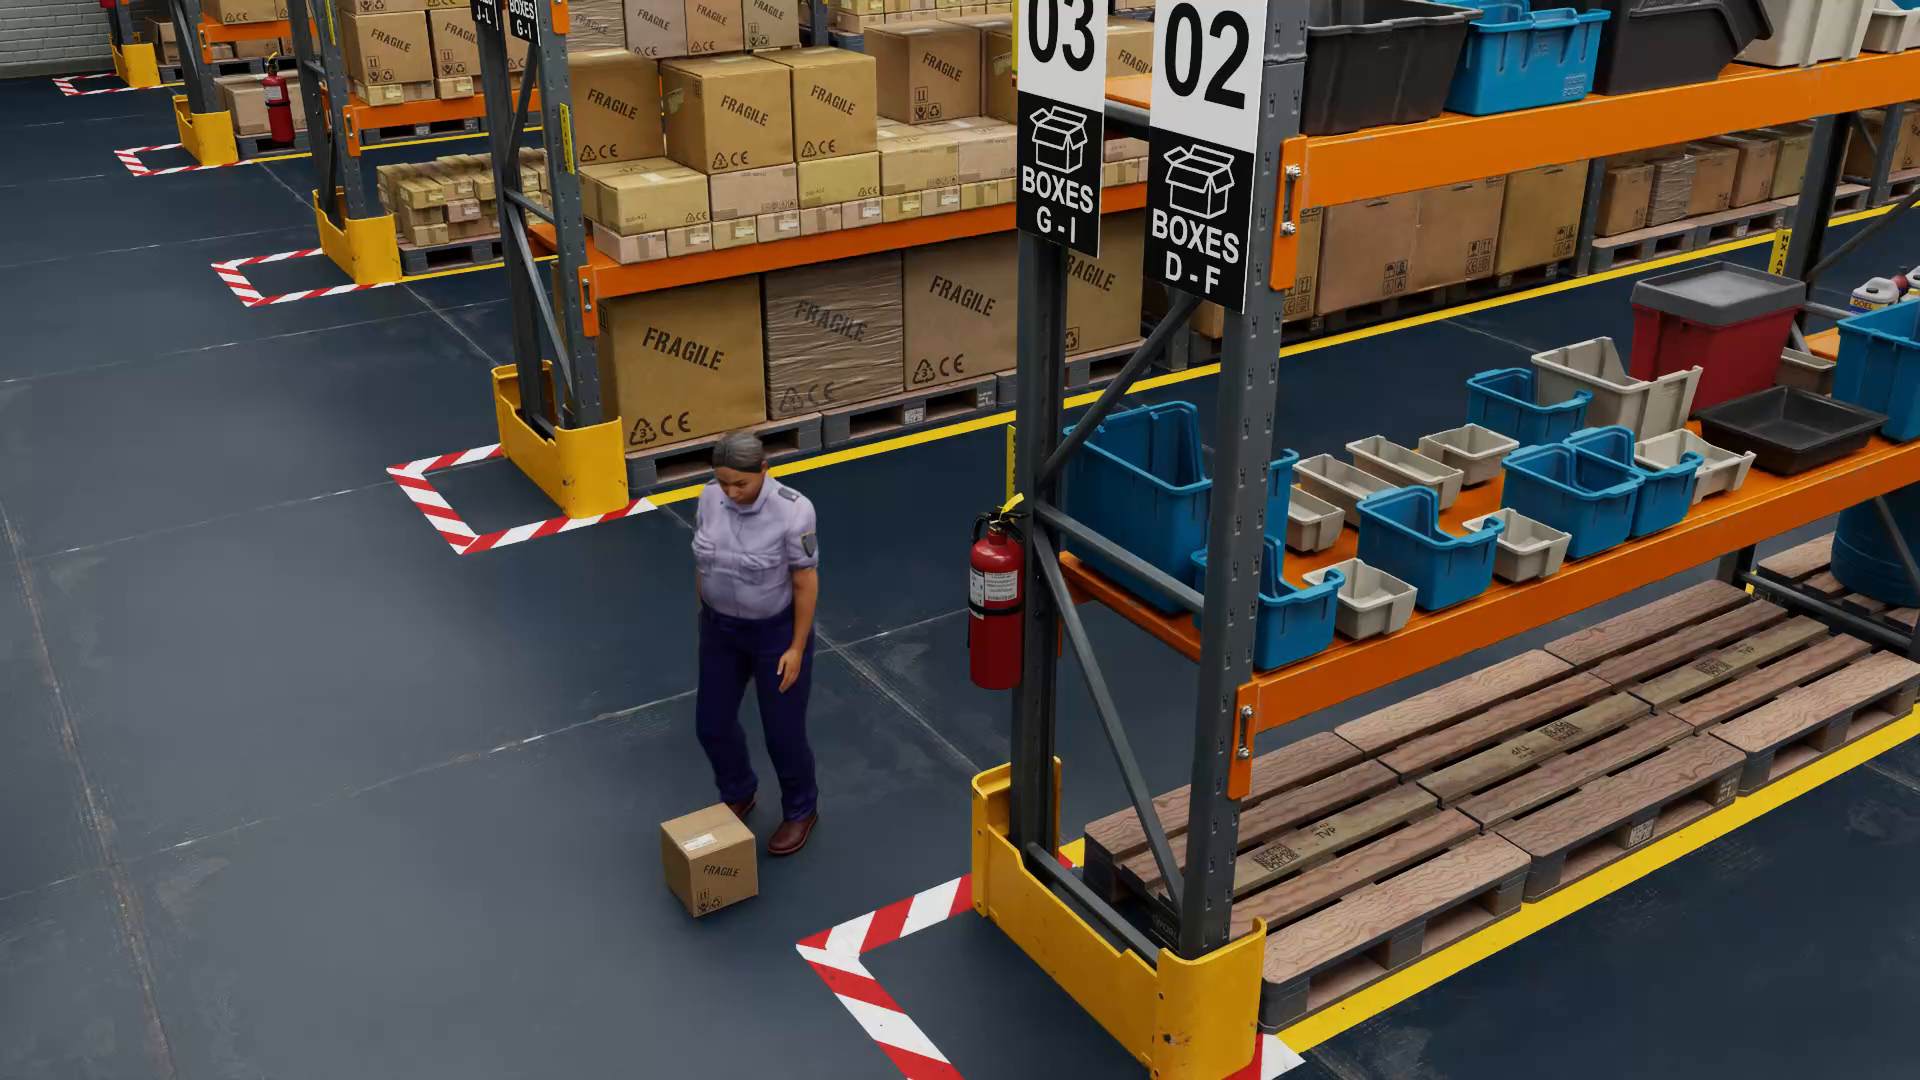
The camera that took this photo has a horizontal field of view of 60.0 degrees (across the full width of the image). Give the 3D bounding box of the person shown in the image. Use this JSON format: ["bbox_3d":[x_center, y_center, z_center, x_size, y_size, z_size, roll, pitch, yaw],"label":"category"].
[{"bbox_3d":[-0.710,0.357,5.926,0.486,1.612,0.355,11,27,21],"label":"person"}]
